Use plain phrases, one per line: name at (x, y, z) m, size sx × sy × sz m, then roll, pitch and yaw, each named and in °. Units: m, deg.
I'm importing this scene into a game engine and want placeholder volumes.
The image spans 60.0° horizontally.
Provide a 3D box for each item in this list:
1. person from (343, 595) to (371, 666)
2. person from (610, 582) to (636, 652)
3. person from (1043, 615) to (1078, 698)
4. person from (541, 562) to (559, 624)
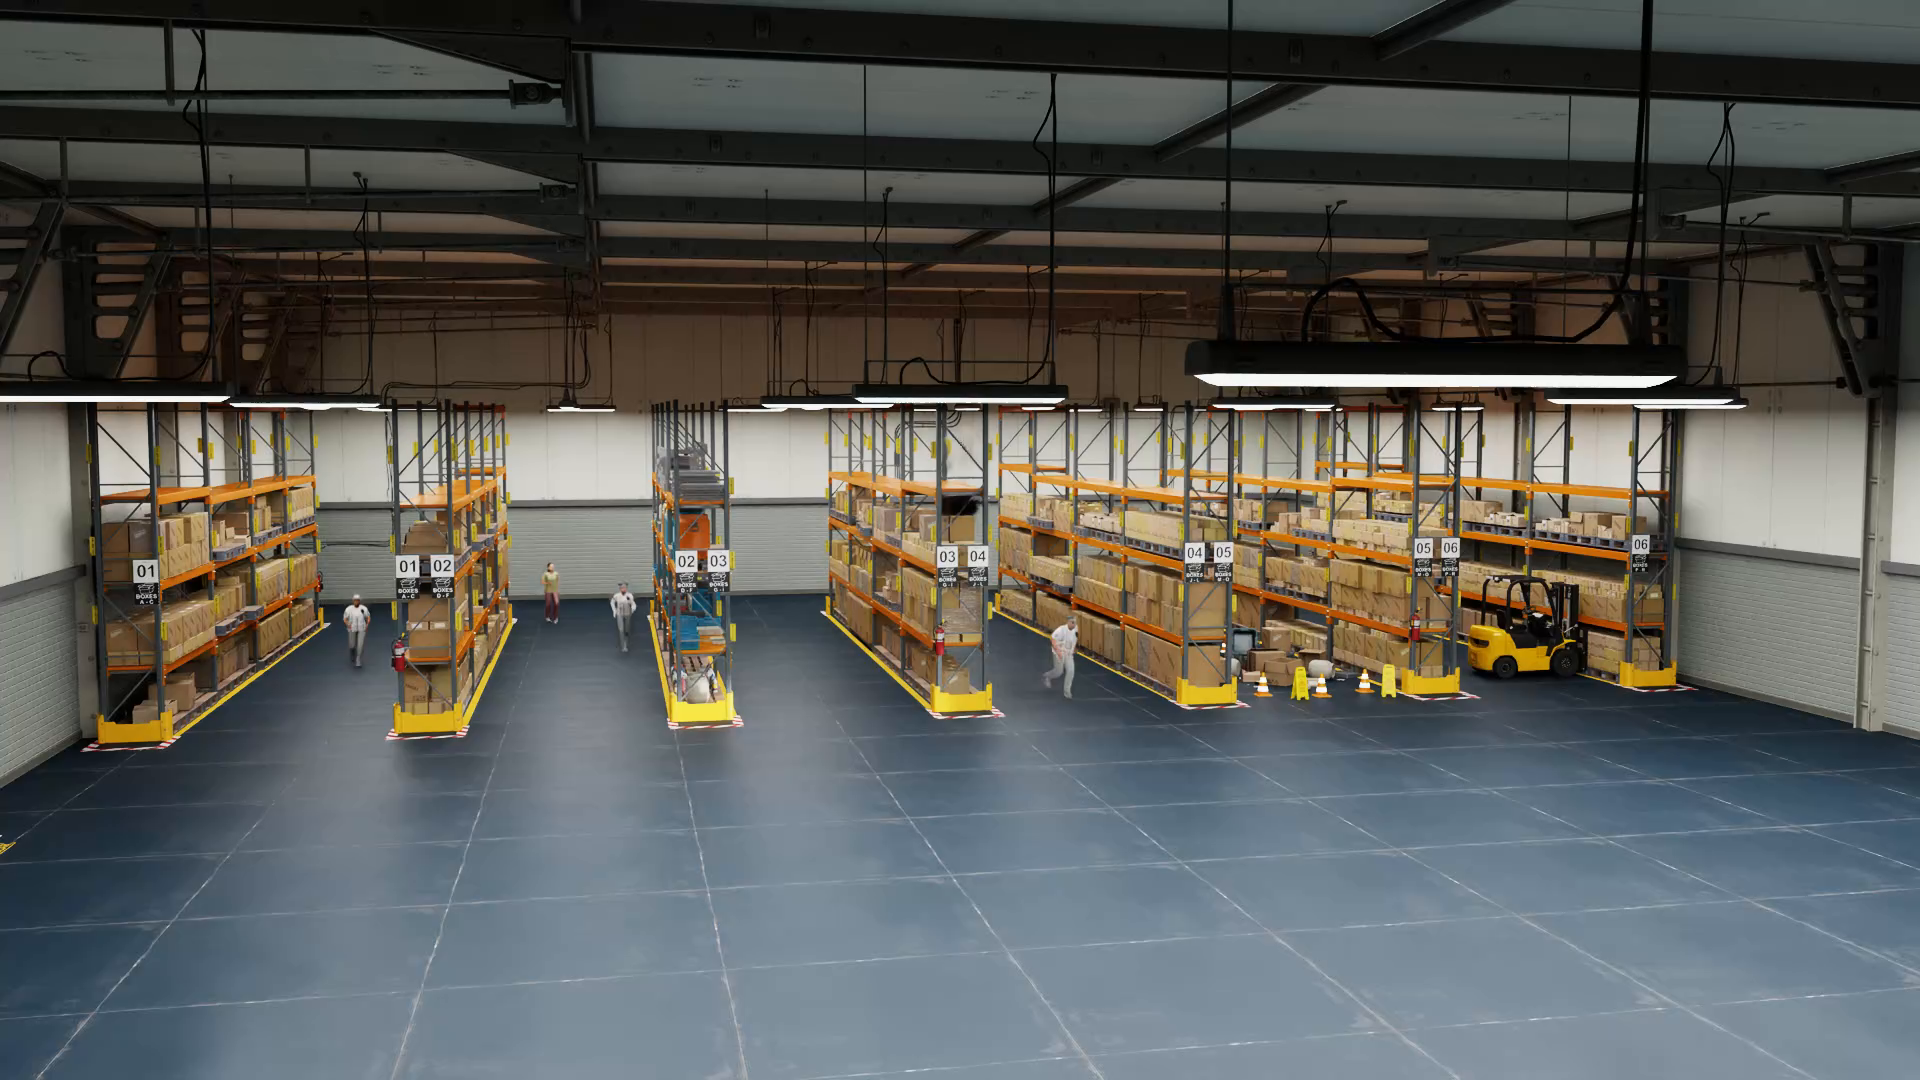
person at (-13.740, 2.057, 37.918) m, size 0.595 × 1.622 × 0.561 m, roll -2°, pitch 5°, yaw -21°
person at (-8.213, 1.846, 40.574) m, size 0.600 × 1.673 × 0.820 m, roll -1°, pitch 4°, yaw -16°
person at (2.057, 2.351, 33.952) m, size 0.676 × 1.722 × 0.968 m, roll -3°, pitch 6°, yaw -39°
person at (-11.235, 1.469, 45.661) m, size 0.533 × 1.709 × 0.753 m, roll -2°, pitch 5°, yaw -27°
